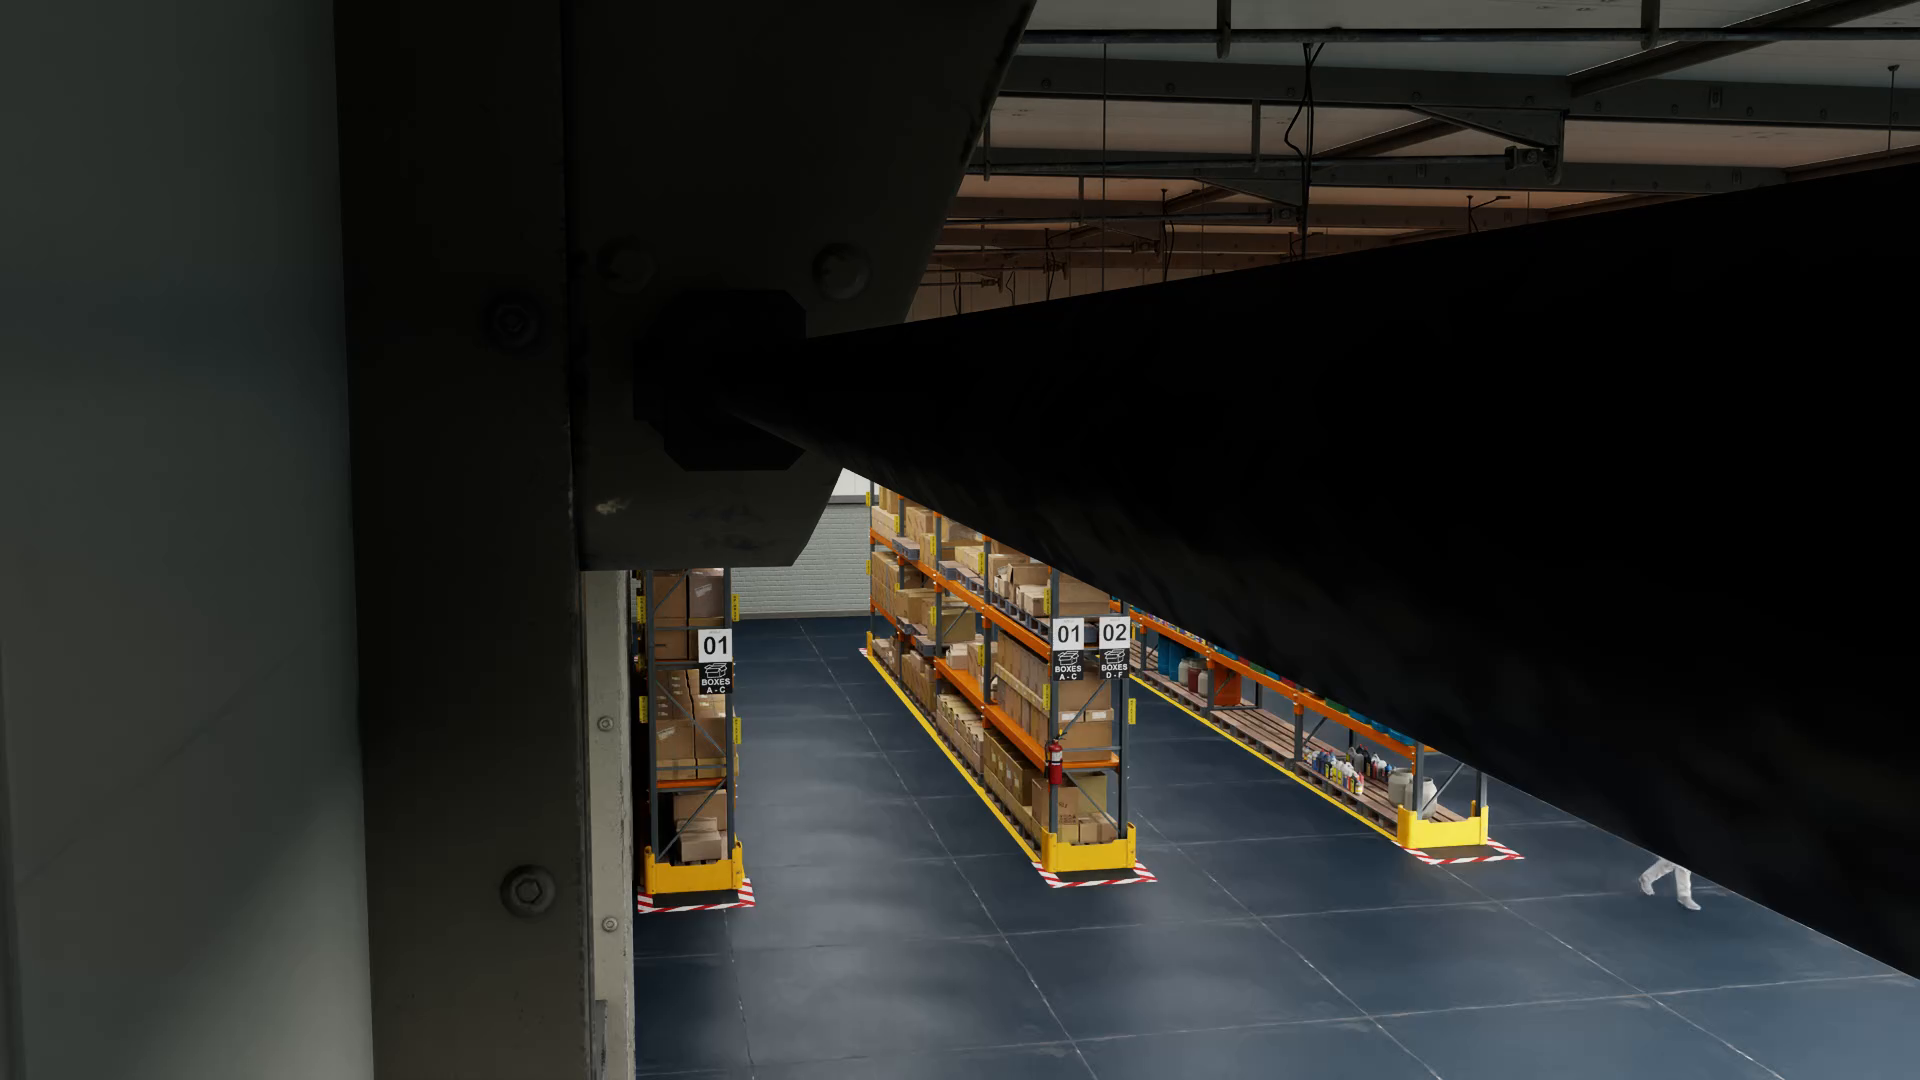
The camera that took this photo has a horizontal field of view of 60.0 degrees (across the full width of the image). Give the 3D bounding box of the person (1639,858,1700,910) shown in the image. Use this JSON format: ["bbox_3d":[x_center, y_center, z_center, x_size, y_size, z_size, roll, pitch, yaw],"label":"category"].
[{"bbox_3d":[8.557,3.455,19.782,0.758,1.600,0.846,-6,8,-43],"label":"person"}]

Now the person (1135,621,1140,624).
[{"bbox_3d":[4.621,1.292,40.366,0.922,1.629,0.609,3,7,29],"label":"person"}]
